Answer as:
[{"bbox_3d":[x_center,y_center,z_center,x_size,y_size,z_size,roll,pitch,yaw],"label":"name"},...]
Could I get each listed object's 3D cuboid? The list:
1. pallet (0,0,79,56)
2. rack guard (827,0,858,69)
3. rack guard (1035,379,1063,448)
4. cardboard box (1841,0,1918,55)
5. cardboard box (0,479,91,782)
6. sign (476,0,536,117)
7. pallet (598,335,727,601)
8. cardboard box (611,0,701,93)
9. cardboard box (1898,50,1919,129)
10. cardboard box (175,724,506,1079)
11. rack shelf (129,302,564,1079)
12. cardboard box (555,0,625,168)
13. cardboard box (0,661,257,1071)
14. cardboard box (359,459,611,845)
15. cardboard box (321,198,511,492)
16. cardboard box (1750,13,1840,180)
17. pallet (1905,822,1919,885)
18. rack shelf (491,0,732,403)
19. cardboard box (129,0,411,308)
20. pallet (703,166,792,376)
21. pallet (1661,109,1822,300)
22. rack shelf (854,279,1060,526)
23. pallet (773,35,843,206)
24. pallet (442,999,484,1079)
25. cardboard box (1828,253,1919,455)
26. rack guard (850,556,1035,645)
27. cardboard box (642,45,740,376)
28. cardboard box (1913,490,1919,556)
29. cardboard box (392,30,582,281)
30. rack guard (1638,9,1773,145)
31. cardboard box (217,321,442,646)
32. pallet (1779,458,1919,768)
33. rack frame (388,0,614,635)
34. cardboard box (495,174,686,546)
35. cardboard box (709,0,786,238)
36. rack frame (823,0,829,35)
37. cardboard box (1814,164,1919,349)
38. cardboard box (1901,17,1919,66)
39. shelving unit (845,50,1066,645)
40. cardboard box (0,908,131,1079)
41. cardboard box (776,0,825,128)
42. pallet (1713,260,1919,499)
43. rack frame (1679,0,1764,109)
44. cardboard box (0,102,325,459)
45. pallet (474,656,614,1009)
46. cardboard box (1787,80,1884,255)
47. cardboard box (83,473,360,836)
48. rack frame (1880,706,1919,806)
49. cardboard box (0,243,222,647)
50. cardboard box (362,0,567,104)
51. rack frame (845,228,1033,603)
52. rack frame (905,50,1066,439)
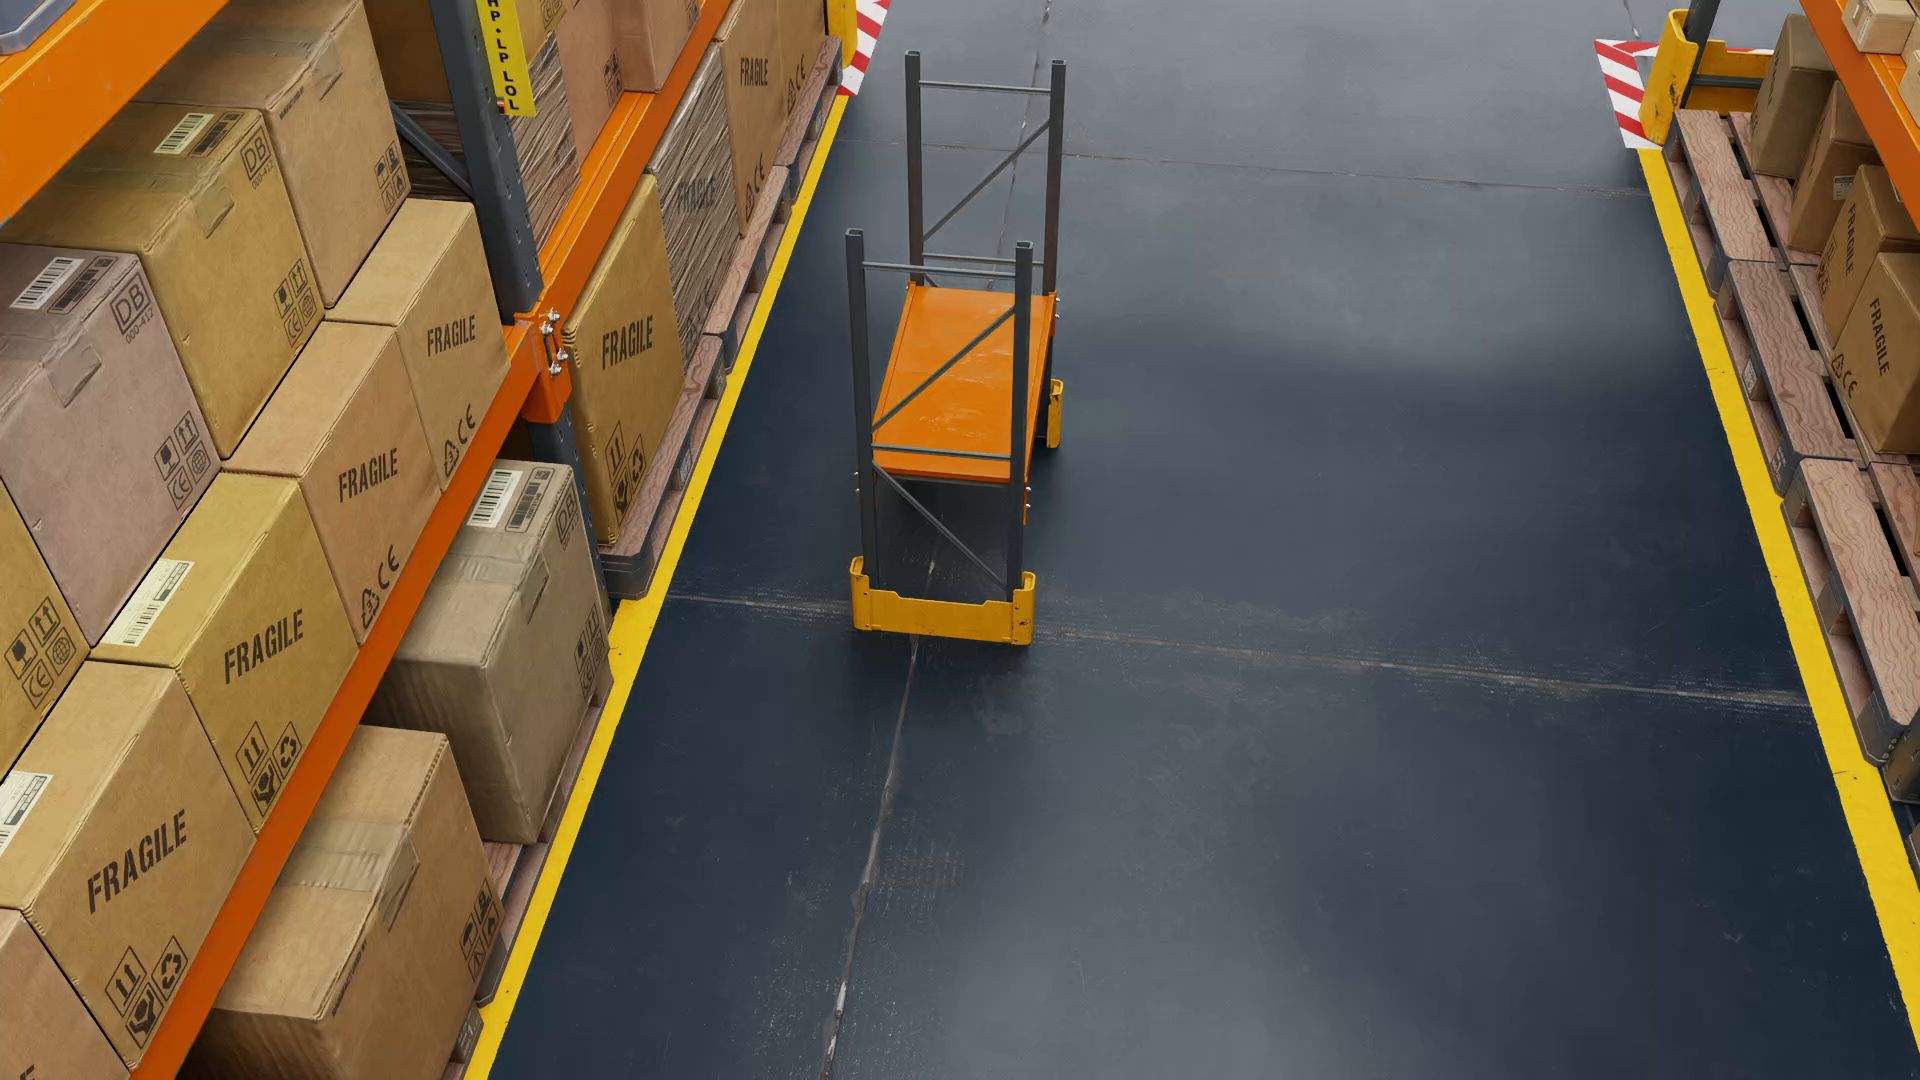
[{"bbox_3d":[-1.714,-1.217,2.811,0.805,0.209,1.217,4,44,4],"label":"pallet"},{"bbox_3d":[-1.110,-2.661,8.197,1.175,0.500,0.348,5,44,6],"label":"rack guard"},{"bbox_3d":[0.076,-0.482,6.077,0.587,0.250,0.087,5,44,6],"label":"rack guard"},{"bbox_3d":[3.222,-1.755,5.605,0.380,0.149,0.250,5,44,6],"label":"cardboard box"},{"bbox_3d":[-1.903,0.152,2.608,0.700,0.500,0.500,5,44,5],"label":"cardboard box"},{"bbox_3d":[-1.103,-1.175,4.025,0.100,0.325,0.005,5,44,6],"label":"sign"},{"bbox_3d":[-1.464,-0.325,5.940,1.003,0.211,1.213,5,44,6],"label":"pallet"},{"bbox_3d":[-1.366,-1.868,5.432,0.875,0.550,0.550,5,44,6],"label":"cardboard box"},{"bbox_3d":[3.211,-1.410,5.240,0.380,0.149,0.250,5,44,6],"label":"cardboard box"},{"bbox_3d":[-1.766,0.926,3.921,1.050,0.750,0.750,5,44,6],"label":"cardboard box"},{"bbox_3d":[-1.906,0.798,3.249,1.077,0.370,4.000,5,44,6],"label":"rack shelf"},{"bbox_3d":[-1.555,-1.510,5.054,0.875,0.550,0.550,5,44,6],"label":"cardboard box"},{"bbox_3d":[-1.644,0.552,2.912,0.500,0.500,0.500,5,44,5],"label":"cardboard box"},{"bbox_3d":[-1.635,0.269,4.615,1.050,0.750,0.750,5,44,5],"label":"cardboard box"},{"bbox_3d":[-1.446,-0.483,4.005,0.500,0.500,0.500,5,44,5],"label":"cardboard box"},{"bbox_3d":[3.691,-1.853,7.038,0.500,0.500,0.500,13,45,13],"label":"cardboard box"},{"bbox_3d":[3.160,1.237,4.290,1.003,0.211,1.213,5,44,6],"label":"pallet"},{"bbox_3d":[-1.377,-1.928,6.128,1.077,0.370,4.000,5,44,6],"label":"rack shelf"},{"bbox_3d":[-1.702,-0.887,3.705,0.700,0.500,0.500,5,44,5],"label":"cardboard box"},{"bbox_3d":[-1.305,-1.159,6.820,1.003,0.211,1.213,5,44,6],"label":"pallet"},{"bbox_3d":[3.638,-1.418,7.094,1.003,0.211,1.213,5,44,6],"label":"pallet"},{"bbox_3d":[0.011,-0.472,5.419,0.538,0.185,1.000,5,44,6],"label":"rack shelf"},{"bbox_3d":[-1.141,-1.988,7.696,1.003,0.211,1.213,5,44,6],"label":"pallet"},{"bbox_3d":[-1.828,1.553,3.957,1.003,0.211,1.213,5,44,6],"label":"pallet"},{"bbox_3d":[3.426,-0.642,5.759,0.500,0.500,0.500,2,43,2],"label":"cardboard box"},{"bbox_3d":[-0.056,0.197,5.360,0.587,0.250,0.087,5,44,6],"label":"rack guard"},{"bbox_3d":[-1.374,-1.244,6.122,0.875,0.875,0.875,6,44,6],"label":"cardboard box"},{"bbox_3d":[3.422,-0.211,5.304,0.500,0.500,0.500,19,46,19],"label":"cardboard box"},{"bbox_3d":[-1.605,-1.133,4.656,0.875,0.550,0.550,5,44,6],"label":"cardboard box"},{"bbox_3d":[3.780,-2.073,7.576,1.175,0.500,0.348,5,44,6],"label":"rack guard"},{"bbox_3d":[-1.513,-0.138,3.642,0.500,0.500,0.500,5,44,5],"label":"cardboard box"},{"bbox_3d":[3.315,0.245,5.338,1.003,0.211,1.213,5,44,6],"label":"pallet"},{"bbox_3d":[-1.642,-0.826,4.441,1.000,3.000,0.127,5,44,6],"label":"rack frame"},{"bbox_3d":[-1.489,-0.630,5.473,0.875,0.875,0.875,6,44,6],"label":"cardboard box"},{"bbox_3d":[-1.251,-1.865,6.778,0.875,0.875,0.875,5,44,5],"label":"cardboard box"},{"bbox_3d":[-1.113,-3.552,7.320,1.000,3.000,0.127,5,44,6],"label":"rack frame"},{"bbox_3d":[3.544,-1.018,6.156,0.500,0.500,0.500,9,44,9],"label":"cardboard box"},{"bbox_3d":[3.320,-1.573,5.412,0.380,0.149,0.250,5,44,6],"label":"cardboard box"},{"bbox_3d":[0.010,-0.597,5.289,0.587,1.500,1.083,5,44,6],"label":"shelving unit"},{"bbox_3d":[-1.712,0.892,2.554,0.500,0.500,0.500,5,44,5],"label":"cardboard box"},{"bbox_3d":[-1.137,-2.465,7.412,0.875,0.875,0.875,5,44,6],"label":"cardboard box"},{"bbox_3d":[3.474,-0.589,6.218,1.003,0.211,1.213,5,44,6],"label":"pallet"},{"bbox_3d":[3.790,-3.033,6.771,1.000,3.000,0.127,5,44,6],"label":"rack frame"},{"bbox_3d":[-1.768,-0.536,3.335,0.700,0.500,0.500,5,44,5],"label":"cardboard box"},{"bbox_3d":[-1.669,0.719,4.837,1.003,0.211,1.213,5,44,6],"label":"pallet"},{"bbox_3d":[3.646,-1.443,6.605,0.500,0.500,0.500,16,46,16],"label":"cardboard box"},{"bbox_3d":[-1.579,0.206,3.278,0.500,0.500,0.500,6,44,6],"label":"cardboard box"},{"bbox_3d":[3.261,-0.307,3.892,1.000,3.000,0.127,5,44,6],"label":"rack frame"},{"bbox_3d":[-1.835,-0.192,2.971,0.700,0.500,0.500,6,44,6],"label":"cardboard box"},{"bbox_3d":[-1.559,-1.521,4.280,0.875,0.550,0.550,5,44,6],"label":"cardboard box"},{"bbox_3d":[-0.056,-0.256,4.930,0.500,1.500,0.032,5,44,6],"label":"rack frame"},{"bbox_3d":[0.078,-0.949,5.662,0.500,1.500,0.032,5,44,6],"label":"rack frame"}]
